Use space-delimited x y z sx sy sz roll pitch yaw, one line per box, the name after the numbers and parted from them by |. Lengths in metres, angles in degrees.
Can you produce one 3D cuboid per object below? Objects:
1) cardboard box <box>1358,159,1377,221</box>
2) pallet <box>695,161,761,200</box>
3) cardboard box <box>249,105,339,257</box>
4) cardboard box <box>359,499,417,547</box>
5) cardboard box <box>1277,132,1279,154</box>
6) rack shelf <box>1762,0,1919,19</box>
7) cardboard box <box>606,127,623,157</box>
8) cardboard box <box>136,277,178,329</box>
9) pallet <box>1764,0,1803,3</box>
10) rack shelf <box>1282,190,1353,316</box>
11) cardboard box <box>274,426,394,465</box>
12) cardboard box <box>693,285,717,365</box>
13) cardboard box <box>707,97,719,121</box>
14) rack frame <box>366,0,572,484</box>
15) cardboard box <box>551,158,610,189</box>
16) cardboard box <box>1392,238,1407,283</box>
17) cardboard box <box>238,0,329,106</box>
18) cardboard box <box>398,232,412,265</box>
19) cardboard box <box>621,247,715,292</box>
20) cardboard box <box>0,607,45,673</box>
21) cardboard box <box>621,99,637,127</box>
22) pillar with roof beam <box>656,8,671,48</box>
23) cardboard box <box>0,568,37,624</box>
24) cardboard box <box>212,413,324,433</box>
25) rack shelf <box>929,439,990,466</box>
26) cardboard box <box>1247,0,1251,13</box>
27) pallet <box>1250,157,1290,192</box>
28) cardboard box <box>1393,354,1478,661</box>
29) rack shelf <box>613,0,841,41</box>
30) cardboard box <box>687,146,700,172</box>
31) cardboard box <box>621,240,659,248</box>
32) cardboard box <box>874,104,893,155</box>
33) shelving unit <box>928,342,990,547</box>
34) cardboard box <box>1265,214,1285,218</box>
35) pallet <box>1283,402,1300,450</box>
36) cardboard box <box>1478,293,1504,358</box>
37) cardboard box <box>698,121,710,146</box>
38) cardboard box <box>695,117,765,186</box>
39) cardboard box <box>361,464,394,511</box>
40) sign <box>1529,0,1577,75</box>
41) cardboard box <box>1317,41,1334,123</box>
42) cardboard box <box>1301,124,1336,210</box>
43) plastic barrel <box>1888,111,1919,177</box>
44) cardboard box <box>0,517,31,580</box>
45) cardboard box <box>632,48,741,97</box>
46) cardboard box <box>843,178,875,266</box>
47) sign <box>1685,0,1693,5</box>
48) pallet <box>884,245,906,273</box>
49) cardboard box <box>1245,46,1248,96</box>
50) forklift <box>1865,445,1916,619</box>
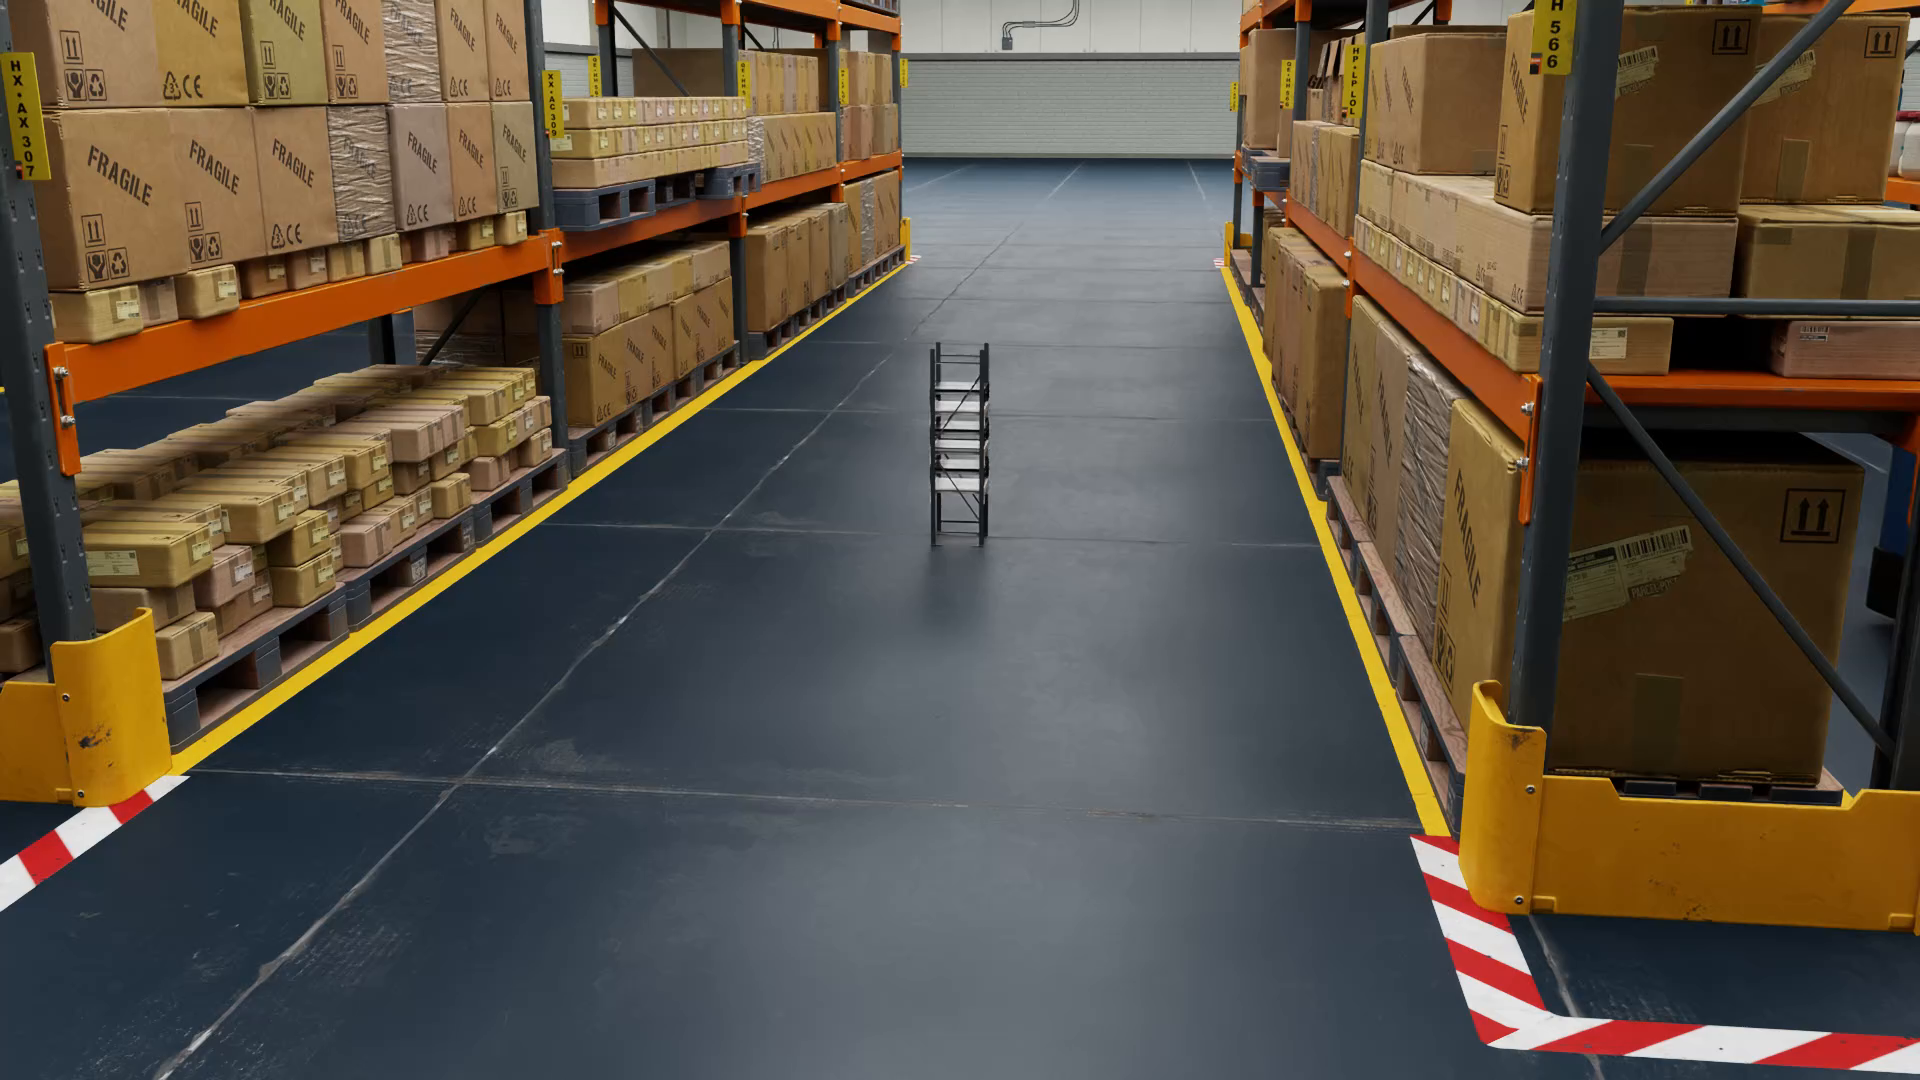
2.046 -1.537 7.318 0.500 0.250 0.500 1 15 5 | cardboard box
-2.081 -2.509 11.563 1.213 0.211 1.003 2 15 6 | pallet
-2.581 -1.281 5.893 0.500 0.500 0.500 2 15 7 | cardboard box
-2.470 -0.070 6.830 0.380 0.149 0.250 2 15 6 | cardboard box
2.731 -3.196 13.187 0.396 0.266 0.258 1 15 5 | cardboard box
8.409 -5.129 16.514 1.077 0.370 4.000 2 15 6 | rack shelf
-2.029 -2.133 8.912 0.380 0.149 0.250 1 15 5 | cardboard box
-2.659 -0.735 5.116 0.380 0.149 0.250 2 15 8 | cardboard box
8.168 -5.056 15.229 1.213 0.211 1.003 2 15 6 | pallet
2.585 -1.752 9.771 1.077 0.370 4.000 2 15 6 | rack shelf
-2.550 -0.365 6.781 0.380 0.149 0.250 2 15 6 | cardboard box
-1.983 -1.473 11.347 0.500 0.500 0.500 2 15 9 | cardboard box
-1.792 -2.816 10.865 0.380 0.149 0.250 2 15 8 | cardboard box
-2.557 -1.752 8.396 1.000 3.000 0.127 2 15 6 | rack frame
-2.056 -1.923 8.702 0.380 0.149 0.250 1 15 4 | cardboard box
1.850 -1.056 6.301 0.380 0.149 0.250 2 15 7 | cardboard box
-2.563 -1.763 5.760 0.500 0.500 0.500 1 15 5 | cardboard box
-2.504 -1.211 6.874 0.380 0.149 0.250 1 15 5 | cardboard box
-1.969 -1.832 11.237 0.500 0.250 0.500 2 15 7 | cardboard box
-3.156 0.316 5.405 0.380 0.149 0.250 2 15 7 | cardboard box
-1.999 -2.349 9.138 0.380 0.149 0.250 2 15 7 | cardboard box
-4.377 -15.526 47.839 9.100 9.000 0.400 2 15 6 | pillar with roof beam
-3.233 0.170 5.376 0.380 0.149 0.250 1 15 5 | cardboard box
-2.937 -0.441 7.064 0.380 0.149 0.250 1 15 4 | cardboard box
-0.001 -0.400 7.545 0.258 0.077 0.200 2 15 6 | rack shelf
3.291 -5.688 17.493 0.500 0.250 0.500 2 15 6 | cardboard box
2.786 -2.713 12.316 1.213 0.211 1.003 2 15 6 | pallet
2.004 -0.124 5.641 0.875 0.875 0.875 2 15 6 | cardboard box
-1.880 -4.409 13.854 1.077 0.370 4.000 2 15 6 | rack shelf
-1.855 -2.397 10.458 0.380 0.149 0.250 2 15 8 | cardboard box
-2.424 -1.976 11.772 0.500 0.250 0.500 1 15 4 | cardboard box
-1.240 -4.696 18.996 0.875 0.550 0.550 2 15 6 | cardboard box
-0.001 -0.432 7.537 0.258 0.900 0.210 2 15 6 | shelving unit
3.504 -3.209 17.768 0.500 0.500 0.500 3 15 11 | cardboard box
2.507 -0.754 10.045 1.003 0.211 1.213 2 15 6 | pallet
1.649 -0.591 4.582 0.380 0.149 0.250 2 15 7 | cardboard box
-1.824 -2.606 10.661 0.380 0.149 0.250 2 15 6 | cardboard box
-1.787 -2.947 12.621 0.500 0.500 0.500 2 15 7 | cardboard box
-2.566 -0.225 6.836 0.380 0.149 0.250 2 15 9 | cardboard box
1.371 -1.236 3.813 0.100 0.325 0.005 2 15 6 | sign
2.712 -2.961 10.752 0.797 0.503 0.637 2 15 8 | cardboard box
2.375 -2.281 10.160 0.500 0.500 0.500 1 15 5 | cardboard box
7.858 -3.333 13.982 0.433 0.535 0.433 0 15 0 | plastic barrel
-3.201 0.027 5.335 0.380 0.149 0.250 2 15 7 | cardboard box
-2.045 -3.437 12.519 0.700 0.500 0.500 2 15 6 | cardboard box
-1.416 -3.399 17.753 0.875 0.875 0.875 2 15 7 | cardboard box
8.089 -6.016 18.401 0.100 0.325 0.005 2 15 6 | sign
-1.216 -3.309 19.495 1.003 0.211 1.213 2 15 6 | pallet
3.212 -4.843 17.150 0.500 0.500 0.500 2 15 6 | cardboard box
5.069 -1.039 5.890 3.031 2.935 1.130 -3 15 -10 | forklift
